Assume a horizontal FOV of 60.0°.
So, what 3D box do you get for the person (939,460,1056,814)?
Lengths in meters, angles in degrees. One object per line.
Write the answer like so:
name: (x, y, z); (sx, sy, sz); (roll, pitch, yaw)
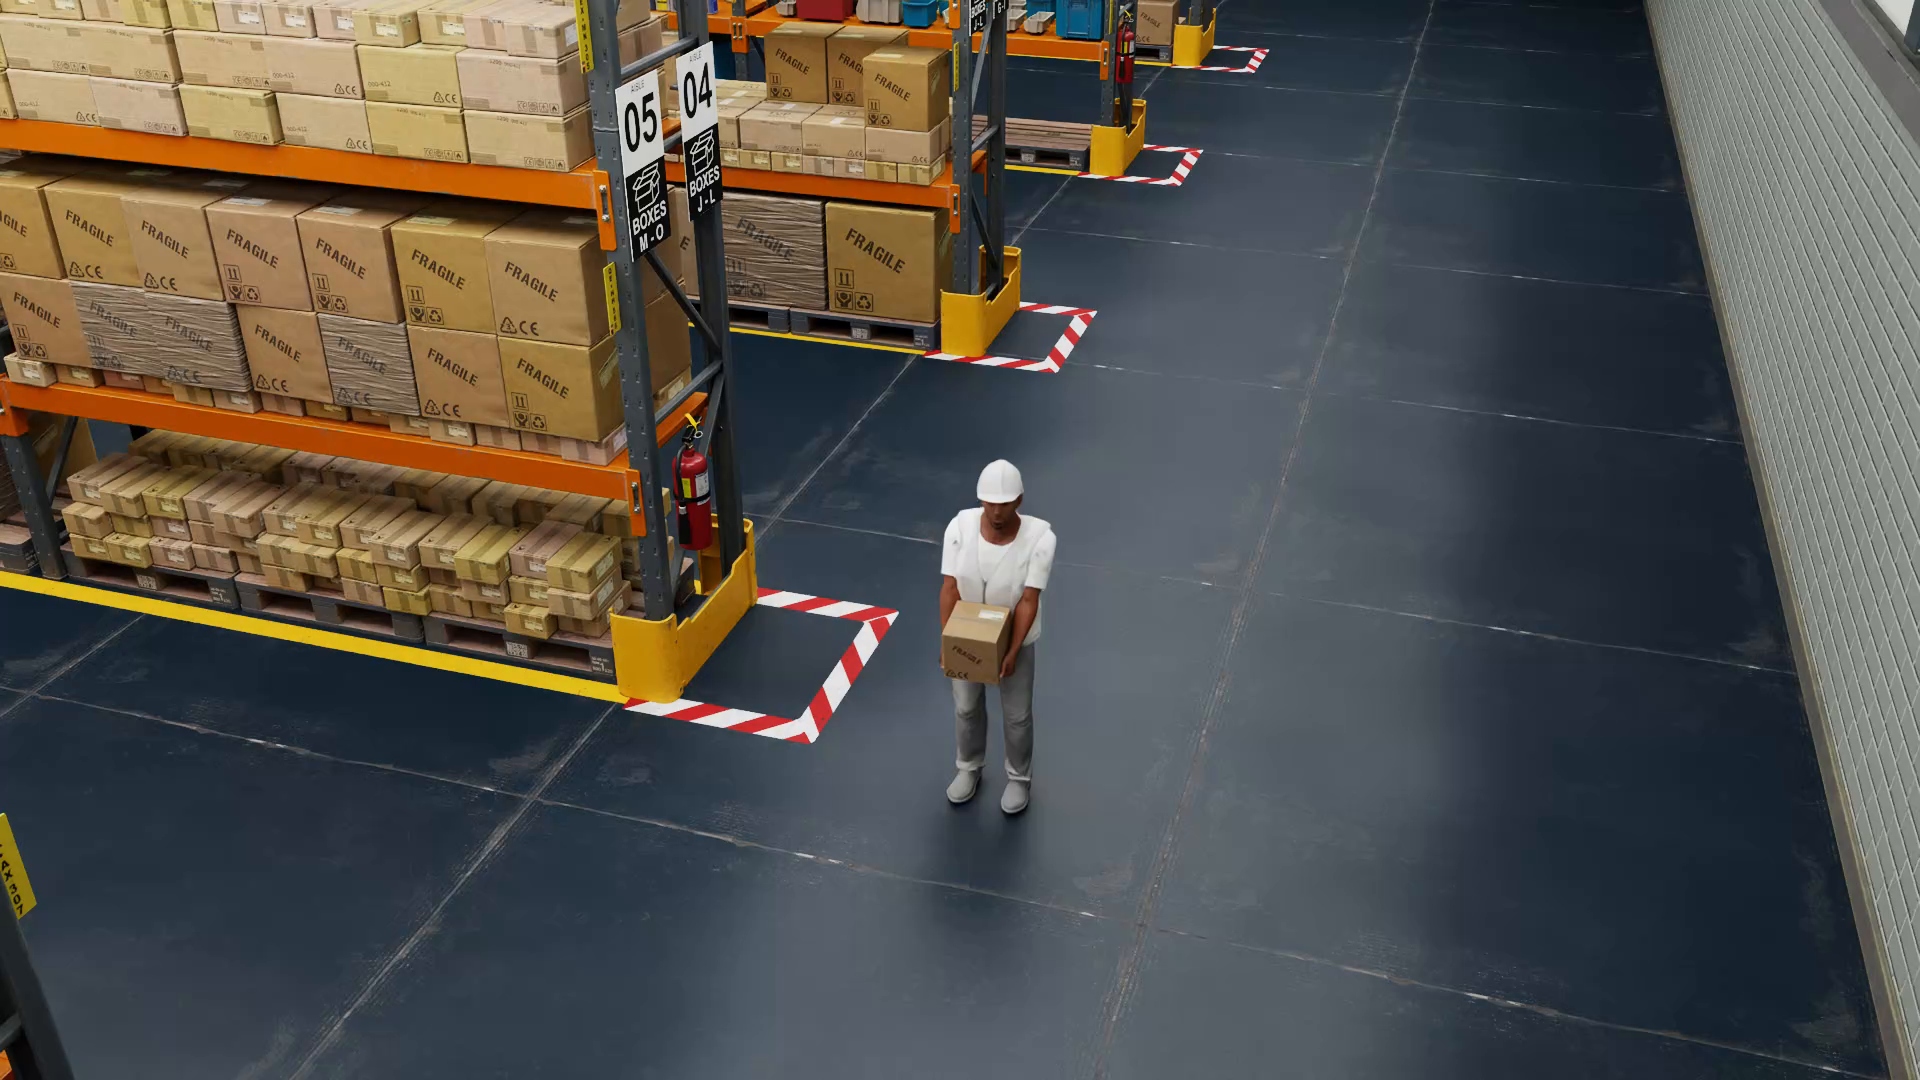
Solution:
person: (0.143, 0.486, 7.611); (0.505, 1.763, 0.560); (8, 30, 14)
